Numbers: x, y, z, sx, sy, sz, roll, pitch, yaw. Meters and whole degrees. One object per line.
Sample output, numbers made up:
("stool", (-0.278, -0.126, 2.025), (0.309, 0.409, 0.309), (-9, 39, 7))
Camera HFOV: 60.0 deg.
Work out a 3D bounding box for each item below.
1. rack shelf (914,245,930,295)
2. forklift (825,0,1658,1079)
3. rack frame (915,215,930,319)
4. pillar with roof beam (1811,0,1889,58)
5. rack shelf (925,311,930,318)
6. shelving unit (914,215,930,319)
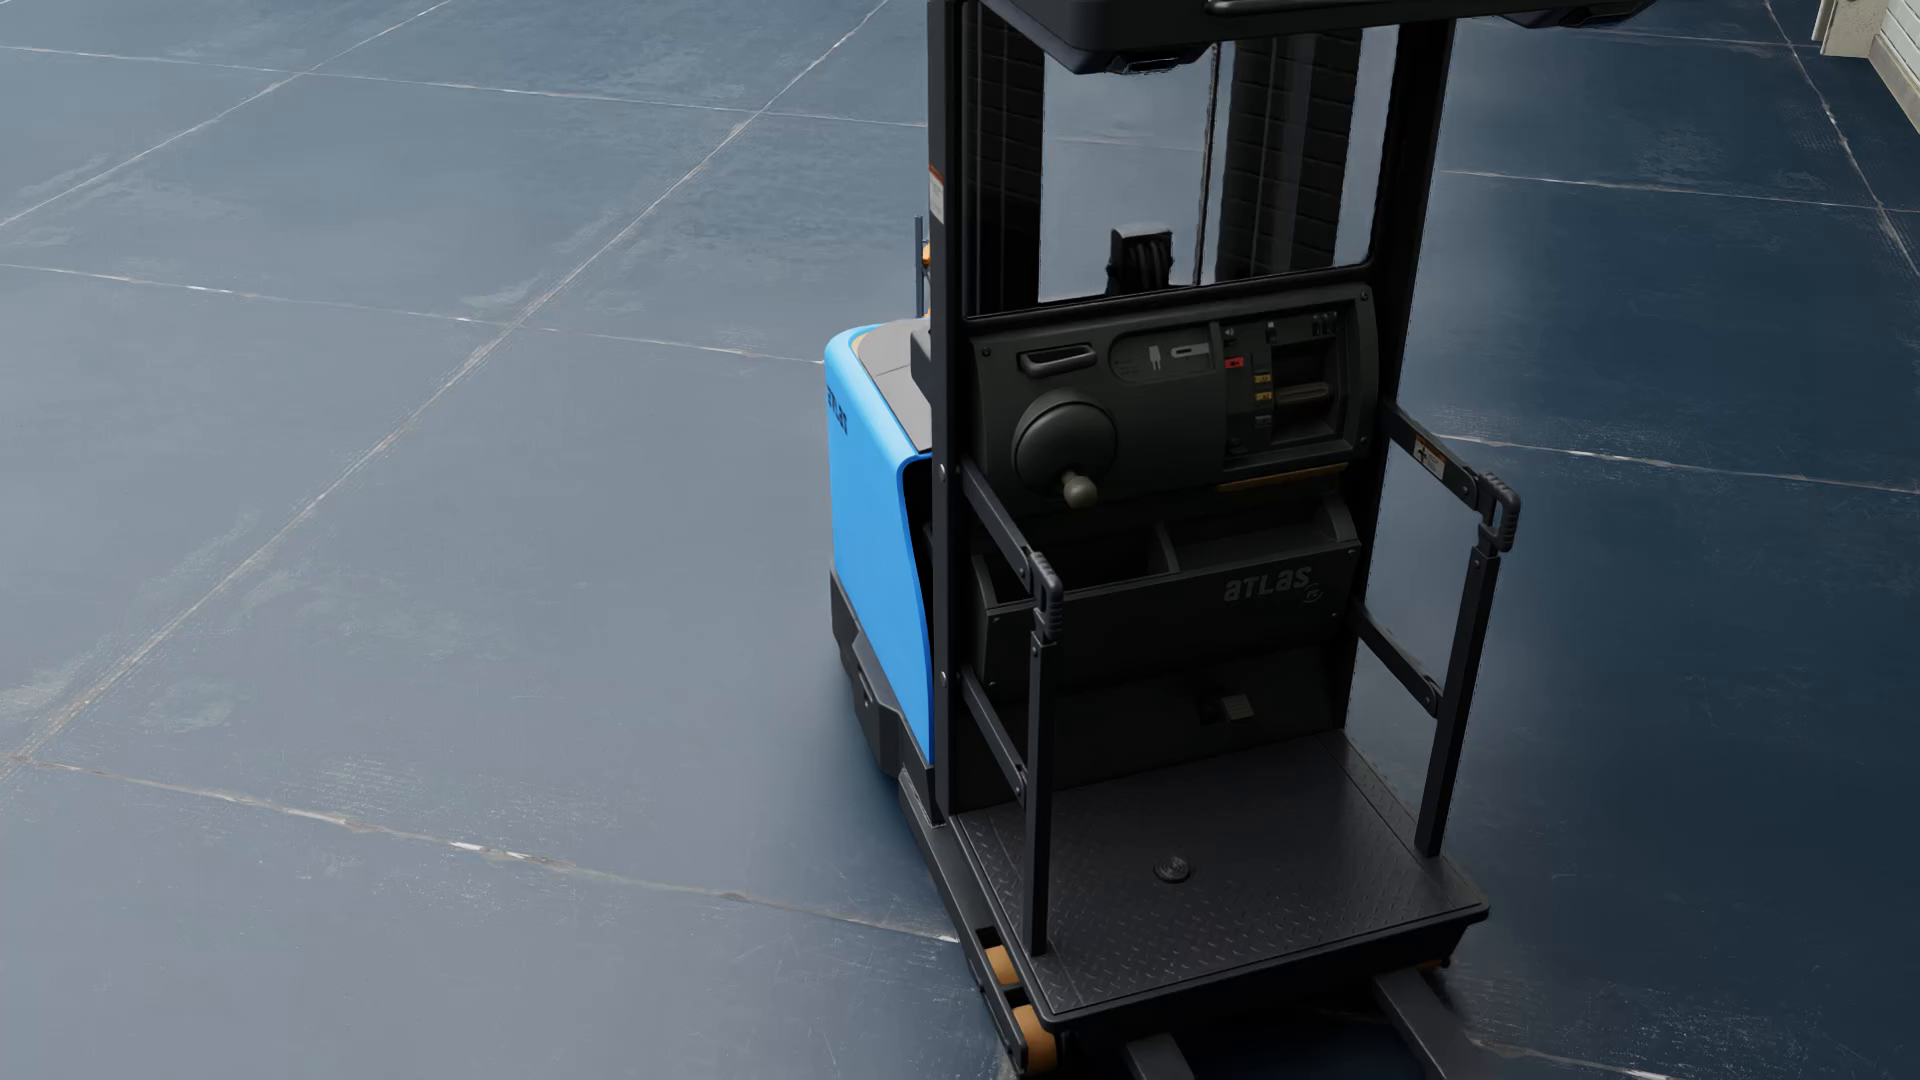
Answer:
("rack shelf", (0.042, -0.924, 5.352), (0.258, 0.148, 0.480), (8, 33, 12))
("forklift", (0.548, -0.253, 3.416), (1.130, 2.935, 3.031), (-10, 34, -15))
("rack frame", (-0.020, -0.466, 5.364), (0.240, 1.200, 0.015), (8, 33, 12))
("pillar with roof beam", (1.542, -7.567, 9.265), (9.100, 9.000, 0.400), (8, 33, 12))
("rack shelf", (0.042, -0.724, 5.479), (0.258, 0.148, 0.480), (8, 33, 12))
("shelving unit", (0.042, -0.592, 5.563), (0.258, 1.200, 0.503), (8, 33, 12))
